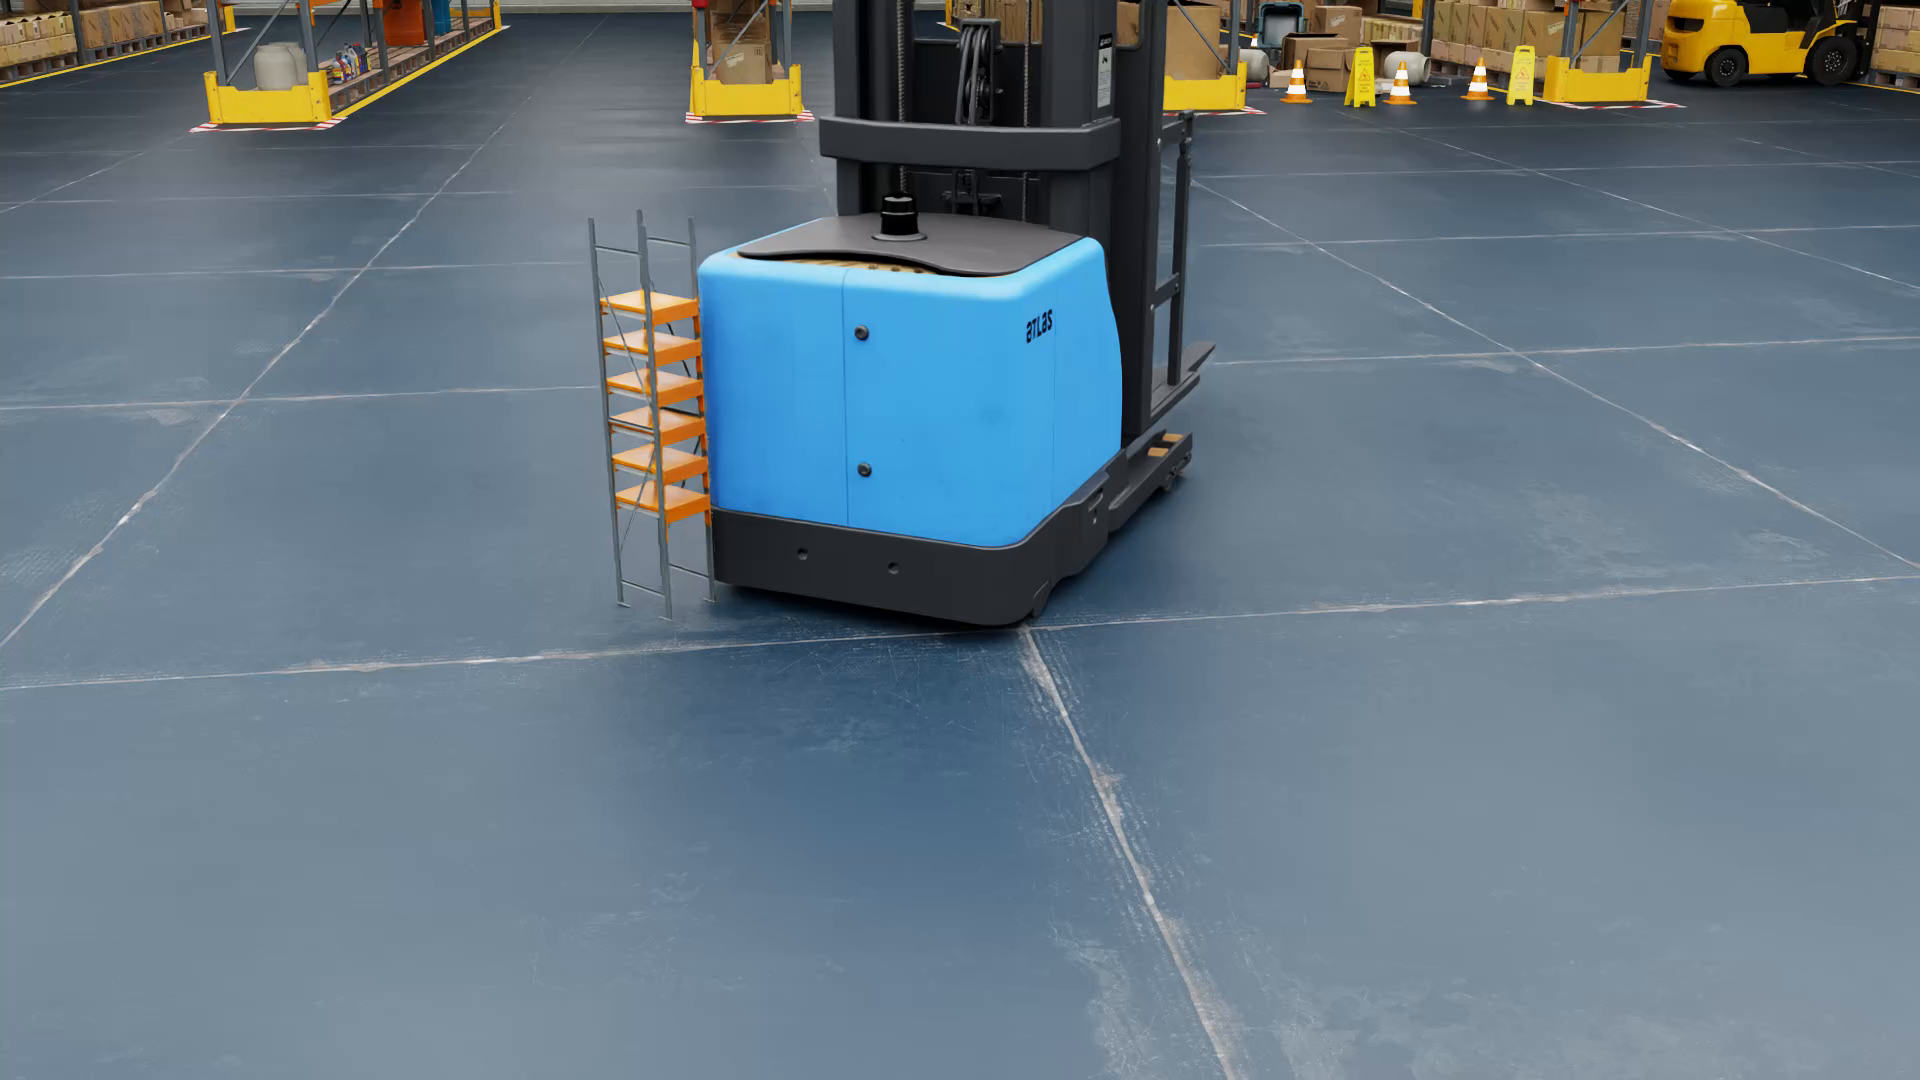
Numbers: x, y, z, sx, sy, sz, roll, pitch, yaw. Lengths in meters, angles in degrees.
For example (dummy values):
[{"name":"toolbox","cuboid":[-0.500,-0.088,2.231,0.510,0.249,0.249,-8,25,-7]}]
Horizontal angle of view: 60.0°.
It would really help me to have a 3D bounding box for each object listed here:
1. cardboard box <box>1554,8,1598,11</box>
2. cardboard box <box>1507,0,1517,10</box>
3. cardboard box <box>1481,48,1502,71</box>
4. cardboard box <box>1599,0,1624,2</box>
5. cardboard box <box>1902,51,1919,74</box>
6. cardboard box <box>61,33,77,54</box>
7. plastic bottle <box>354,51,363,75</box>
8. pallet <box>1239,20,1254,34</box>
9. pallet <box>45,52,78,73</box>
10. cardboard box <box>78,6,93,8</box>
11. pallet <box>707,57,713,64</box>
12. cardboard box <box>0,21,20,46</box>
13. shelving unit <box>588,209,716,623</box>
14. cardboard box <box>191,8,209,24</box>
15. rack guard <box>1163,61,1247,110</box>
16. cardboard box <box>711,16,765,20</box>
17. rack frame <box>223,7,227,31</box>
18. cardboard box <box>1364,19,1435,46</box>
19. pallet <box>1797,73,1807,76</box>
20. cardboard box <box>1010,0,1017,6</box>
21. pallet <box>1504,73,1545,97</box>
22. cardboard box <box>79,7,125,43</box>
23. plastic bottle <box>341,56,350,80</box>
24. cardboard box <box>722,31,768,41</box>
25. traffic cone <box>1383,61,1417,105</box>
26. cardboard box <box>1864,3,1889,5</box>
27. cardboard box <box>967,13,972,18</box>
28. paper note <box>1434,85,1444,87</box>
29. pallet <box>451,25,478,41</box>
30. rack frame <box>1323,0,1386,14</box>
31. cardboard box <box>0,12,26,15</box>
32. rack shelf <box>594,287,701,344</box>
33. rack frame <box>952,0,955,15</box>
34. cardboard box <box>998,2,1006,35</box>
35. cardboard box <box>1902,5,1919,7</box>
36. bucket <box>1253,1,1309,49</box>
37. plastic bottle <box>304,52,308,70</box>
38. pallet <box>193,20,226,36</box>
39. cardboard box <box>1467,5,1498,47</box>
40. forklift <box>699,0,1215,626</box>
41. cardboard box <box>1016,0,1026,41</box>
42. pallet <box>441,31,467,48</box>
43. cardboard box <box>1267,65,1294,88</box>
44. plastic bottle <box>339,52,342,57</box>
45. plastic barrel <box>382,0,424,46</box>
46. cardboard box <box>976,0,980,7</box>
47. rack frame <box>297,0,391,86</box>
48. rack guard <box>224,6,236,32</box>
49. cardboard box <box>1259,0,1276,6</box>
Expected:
[{"name":"cardboard box","cuboid":[7.562,-6.309,20.578,0.500,0.500,0.500,-4,21,-10]},{"name":"cardboard box","cuboid":[6.962,-6.605,20.445,0.380,0.149,0.250,-3,21,-7]},{"name":"cardboard box","cuboid":[6.958,-6.102,21.097,0.500,0.250,0.500,-4,21,-10]},{"name":"cardboard box","cuboid":[10.924,-9.076,27.774,0.380,0.149,0.250,-4,21,-10]},{"name":"cardboard box","cuboid":[12.019,-5.874,20.485,0.500,0.250,0.500,-3,21,-7]},{"name":"cardboard box","cuboid":[-12.958,-7.077,23.707,0.500,0.250,0.500,-2,21,-6]},{"name":"plastic bottle","cuboid":[-7.326,-5.806,20.228,0.061,0.283,0.133,-2,21,-4]},{"name":"pallet","cuboid":[5.726,-9.682,31.338,1.003,0.211,1.213,-3,21,-8]},{"name":"pallet","cuboid":[-13.195,-6.745,23.473,1.003,0.211,1.213,-3,21,-8]},{"name":"cardboard box","cuboid":[-13.798,-8.046,25.915,0.500,0.500,0.500,-4,21,-10]},{"name":"pallet","cuboid":[-3.009,-6.415,22.590,1.003,0.211,1.213,-3,21,-8]},{"name":"cardboard box","cuboid":[-12.654,-6.633,21.717,0.500,0.311,0.500,-4,21,-10]},{"name":"shelving unit","cuboid":[-0.913,-0.362,4.969,0.258,1.200,0.189,15,25,35]},{"name":"cardboard box","cuboid":[-13.999,-9.520,30.219,0.500,0.250,0.500,-3,21,-8]},{"name":"rack guard","cuboid":[2.608,-5.103,18.663,1.175,0.500,0.348,-3,21,-8]},{"name":"cardboard box","cuboid":[-3.093,-7.060,23.276,0.700,0.500,0.500,-5,21,-12]},{"name":"rack frame","cuboid":[-14.428,-11.108,31.170,1.000,3.000,0.127,-3,21,-8]},{"name":"cardboard box","cuboid":[6.625,-7.588,24.901,0.950,0.372,0.625,-2,21,-6]},{"name":"pallet","cuboid":[11.896,-6.619,23.137,1.003,0.211,1.213,-3,21,-8]},{"name":"cardboard box","cuboid":[1.093,-8.652,26.496,0.500,0.250,0.500,-3,21,-9]},{"name":"pallet","cuboid":[7.395,-5.570,20.327,1.003,0.211,1.213,-3,21,-8]},{"name":"cardboard box","cuboid":[-13.206,-7.900,25.525,0.500,0.500,0.500,-3,21,-8]},{"name":"plastic bottle","cuboid":[-7.236,-5.542,19.537,0.097,0.271,0.097,0,20,0]},{"name":"cardboard box","cuboid":[-2.620,-5.928,20.273,0.500,0.500,0.500,-5,21,-13]},{"name":"traffic cone","cuboid":[5.100,-5.288,19.214,0.336,0.463,0.334,-3,21,-8]},{"name":"cardboard box","cuboid":[11.797,-6.865,21.711,0.500,0.250,0.500,-3,21,-9]},{"name":"cardboard box","cuboid":[0.332,-9.775,31.075,0.380,0.149,0.250,-3,21,-8]},{"name":"paper note","cuboid":[6.090,-5.780,21.148,0.142,0.019,0.148,-11,23,-26]},{"name":"pallet","cuboid":[-9.094,-8.918,29.292,1.003,0.211,1.213,-3,21,-8]},{"name":"rack frame","cuboid":[6.335,-9.336,26.426,1.000,3.000,0.127,-3,21,-8]},{"name":"cardboard box","cuboid":[-13.490,-7.313,23.538,0.500,0.311,0.500,-2,21,-6]},{"name":"rack shelf","cuboid":[-0.913,-0.657,4.858,0.258,0.103,0.180,15,25,35]},{"name":"rack frame","cuboid":[0.298,-11.822,33.080,1.000,3.000,0.127,-3,21,-8]},{"name":"cardboard box","cuboid":[0.934,-8.654,27.573,0.500,0.500,0.500,-4,21,-10]},{"name":"cardboard box","cuboid":[12.380,-6.718,21.316,0.500,0.250,0.500,-3,21,-8]},{"name":"bucket","cuboid":[4.329,-6.915,22.448,0.726,0.611,0.620,4,11,11]},{"name":"plastic bottle","cuboid":[-7.950,-5.785,20.189,0.097,0.271,0.097,0,20,0]},{"name":"pallet","cuboid":[-14.301,-9.499,30.849,1.003,0.211,1.213,-3,21,-8]},{"name":"cardboard box","cuboid":[6.891,-6.629,21.436,0.500,0.500,0.500,-2,21,-5]},{"name":"forklift","cuboid":[0.247,-1.604,5.821,1.130,2.935,3.031,8,22,21]},{"name":"cardboard box","cuboid":[1.450,-7.979,25.408,1.050,0.750,0.750,-3,21,-8]},{"name":"pallet","cuboid":[-8.879,-8.396,27.894,1.003,0.211,1.213,-3,21,-8]},{"name":"cardboard box","cuboid":[4.098,-5.884,21.090,0.396,0.266,0.258,1,20,2]},{"name":"plastic bottle","cuboid":[-7.442,-5.735,20.037,0.061,0.283,0.133,-3,21,-8]},{"name":"plastic barrel","cuboid":[-8.460,-7.935,25.177,0.600,0.830,0.708,-3,21,-8]},{"name":"cardboard box","cuboid":[0.490,-9.773,30.220,0.380,0.149,0.250,-3,21,-7]},{"name":"rack frame","cuboid":[-7.796,-7.202,20.711,1.000,3.000,0.127,-3,21,-8]},{"name":"rack guard","cuboid":[-14.417,-9.911,31.537,1.175,0.500,0.348,-3,21,-8]},{"name":"cardboard box","cuboid":[5.927,-9.712,29.869,0.875,0.875,0.875,-2,21,-6]}]
